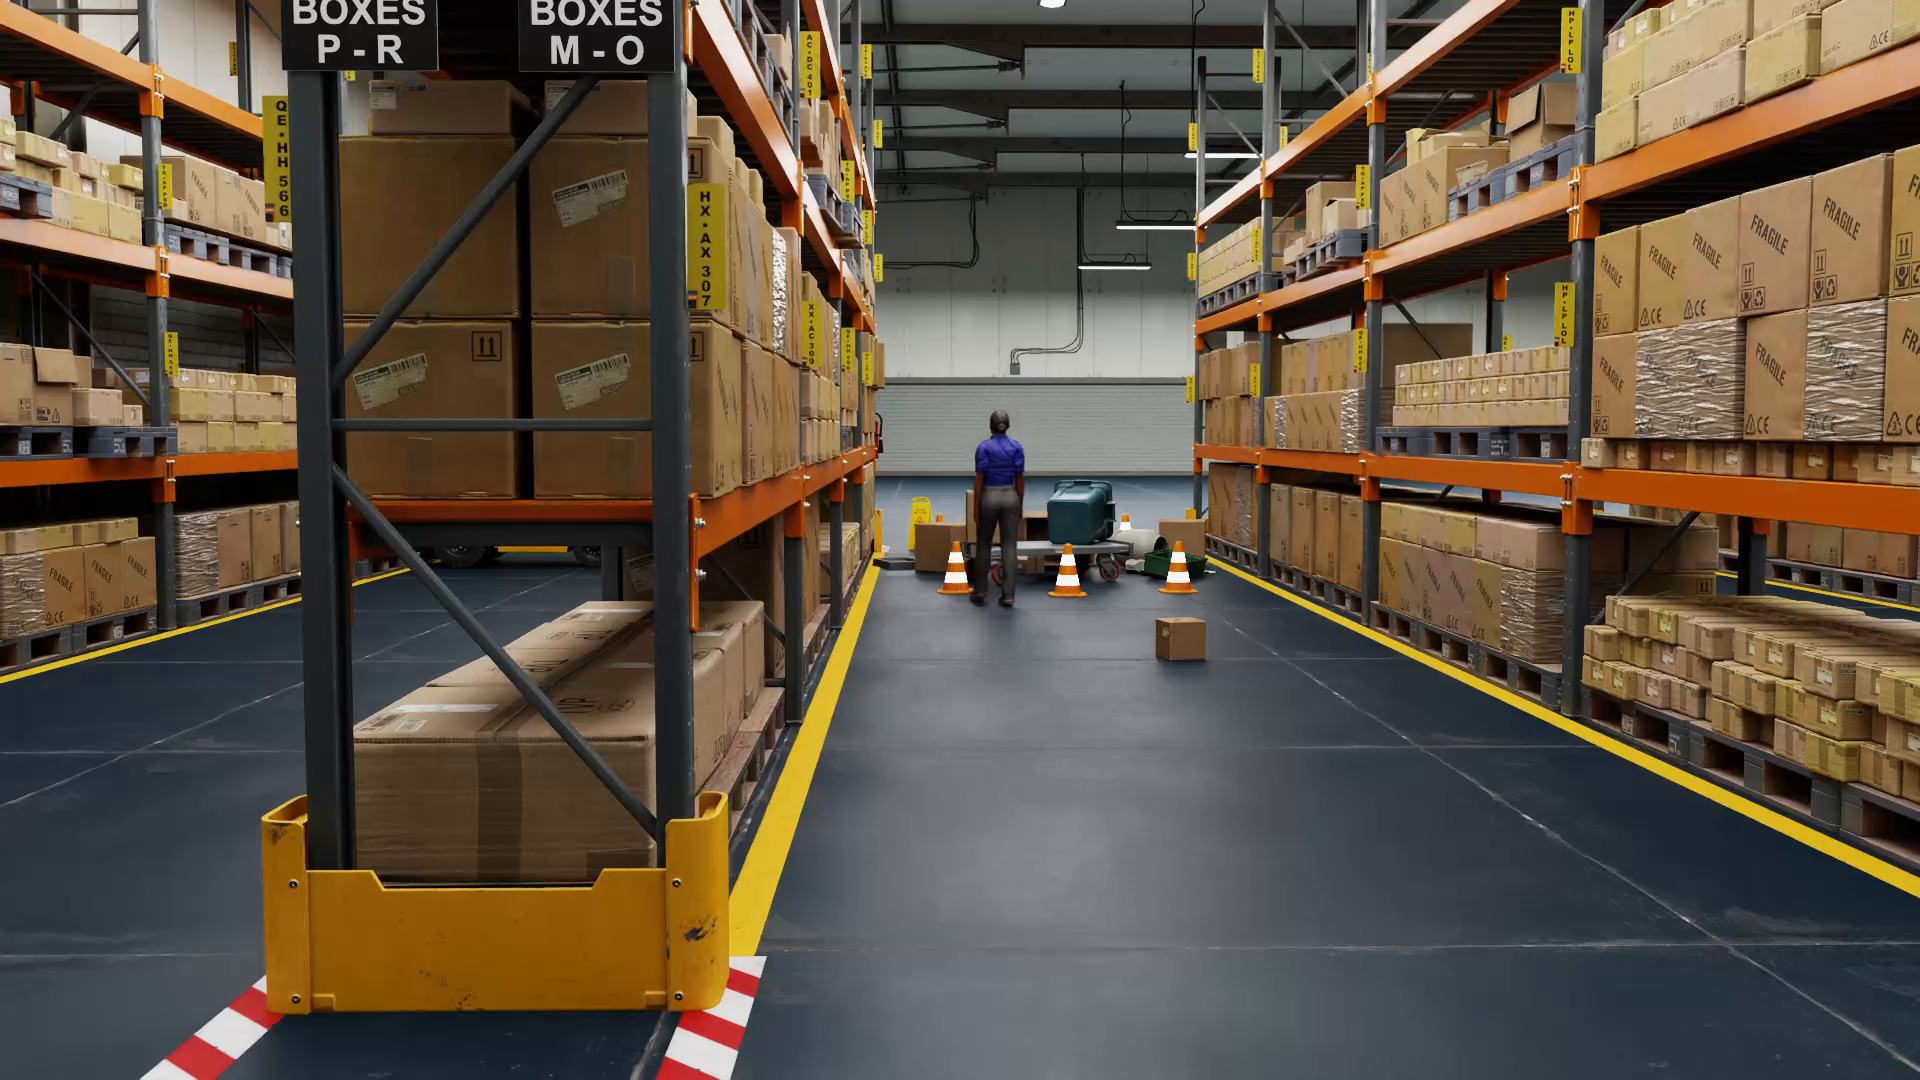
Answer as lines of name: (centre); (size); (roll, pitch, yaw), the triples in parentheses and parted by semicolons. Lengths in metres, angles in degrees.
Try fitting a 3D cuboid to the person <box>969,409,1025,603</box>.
person: (0.311, -0.293, 14.264); (0.448, 1.645, 0.714); (-1, 4, -8)
